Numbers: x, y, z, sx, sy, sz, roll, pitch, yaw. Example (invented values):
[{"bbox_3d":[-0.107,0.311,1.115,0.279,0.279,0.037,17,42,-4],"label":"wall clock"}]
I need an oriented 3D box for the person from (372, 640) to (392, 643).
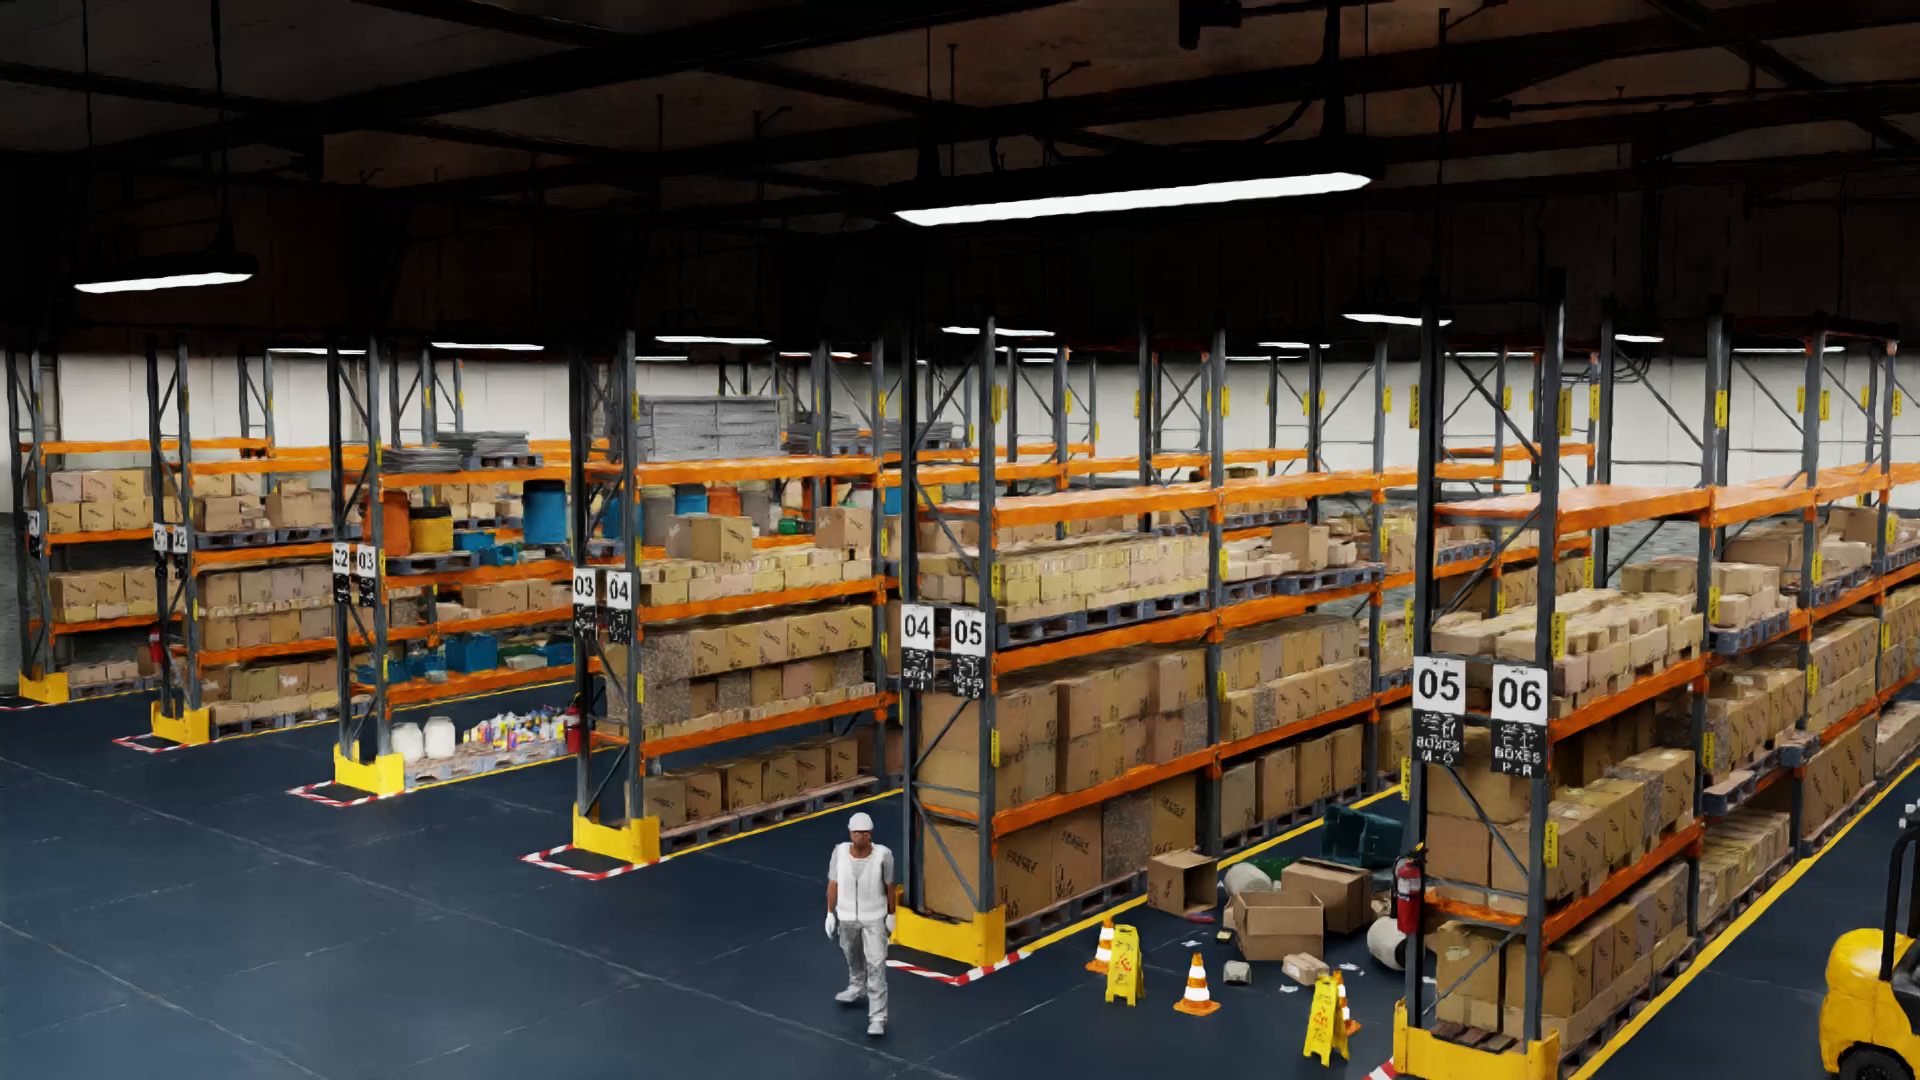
[{"bbox_3d":[-10.266,1.739,29.347,0.625,1.596,0.510,4,6,36],"label":"person"}]

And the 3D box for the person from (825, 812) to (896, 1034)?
[{"bbox_3d":[-0.817,3.073,13.580,0.590,1.757,0.947,1,5,13],"label":"person"}]

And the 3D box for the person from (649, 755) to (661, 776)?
[{"bbox_3d":[-3.984,2.439,20.908,0.487,1.675,0.477,-2,5,-21],"label":"person"}]
